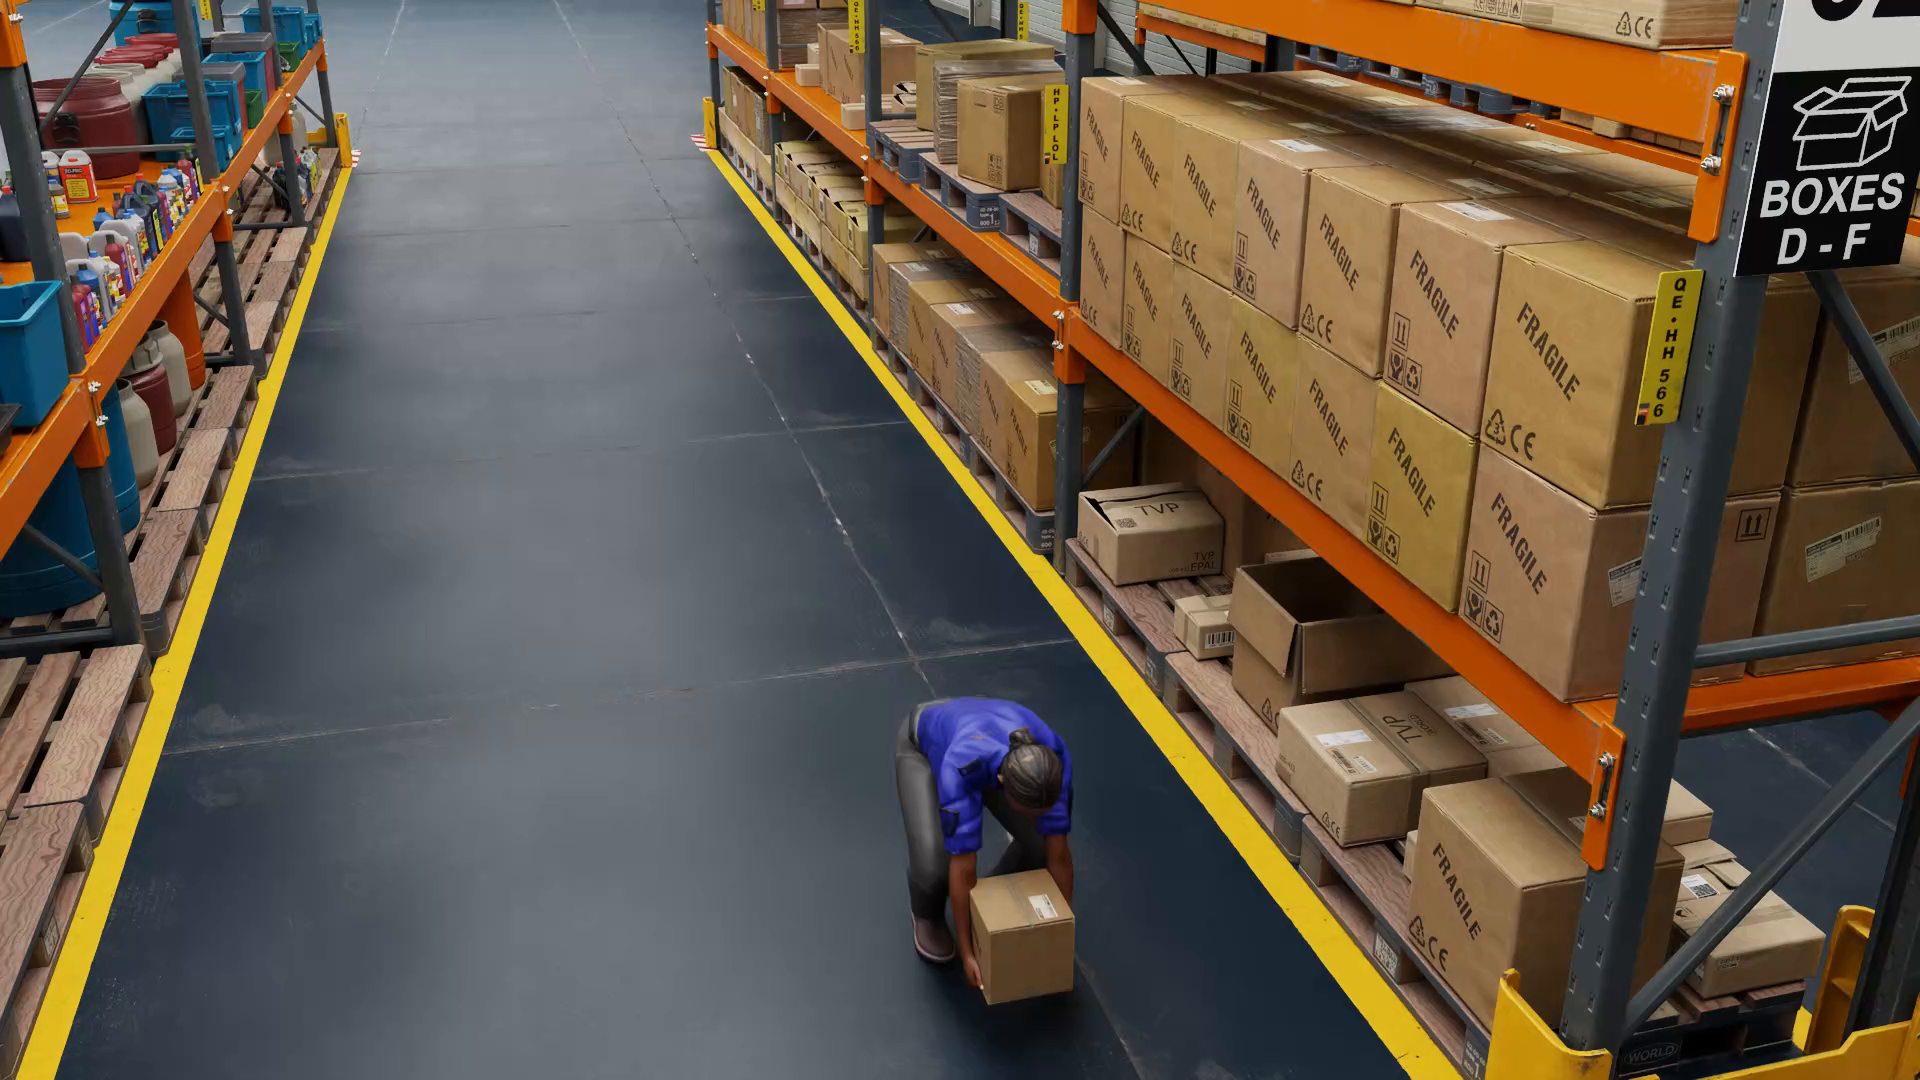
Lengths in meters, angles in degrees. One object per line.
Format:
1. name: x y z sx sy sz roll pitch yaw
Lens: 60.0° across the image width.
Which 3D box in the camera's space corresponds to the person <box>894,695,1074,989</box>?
1. person: 0.082 0.872 4.972 0.472 0.946 0.860 -7 24 -16
